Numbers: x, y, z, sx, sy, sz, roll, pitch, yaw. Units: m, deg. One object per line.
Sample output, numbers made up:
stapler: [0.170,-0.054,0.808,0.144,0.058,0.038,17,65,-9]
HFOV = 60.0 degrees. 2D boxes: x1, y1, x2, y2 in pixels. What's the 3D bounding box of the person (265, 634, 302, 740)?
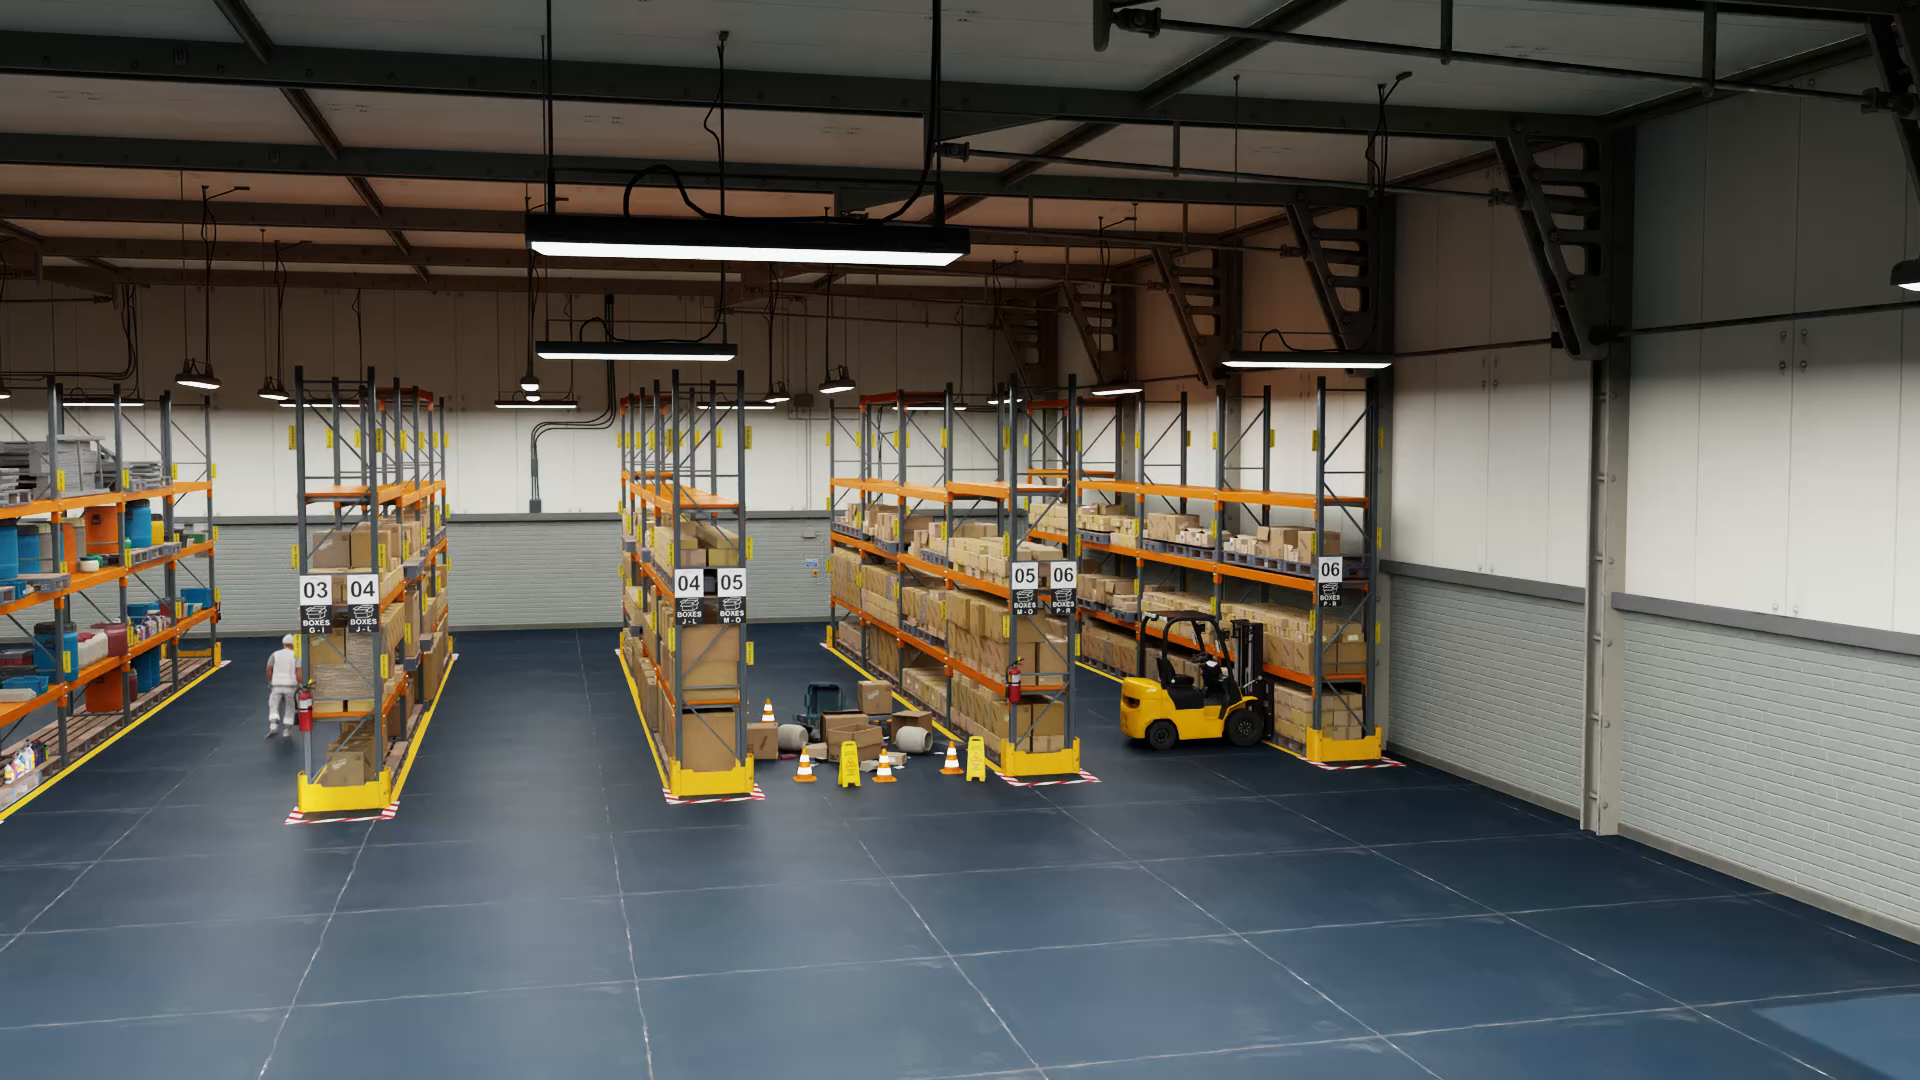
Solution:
person: [-11.290,2.469,27.779,0.587,1.758,0.711,-1,3,-12]
